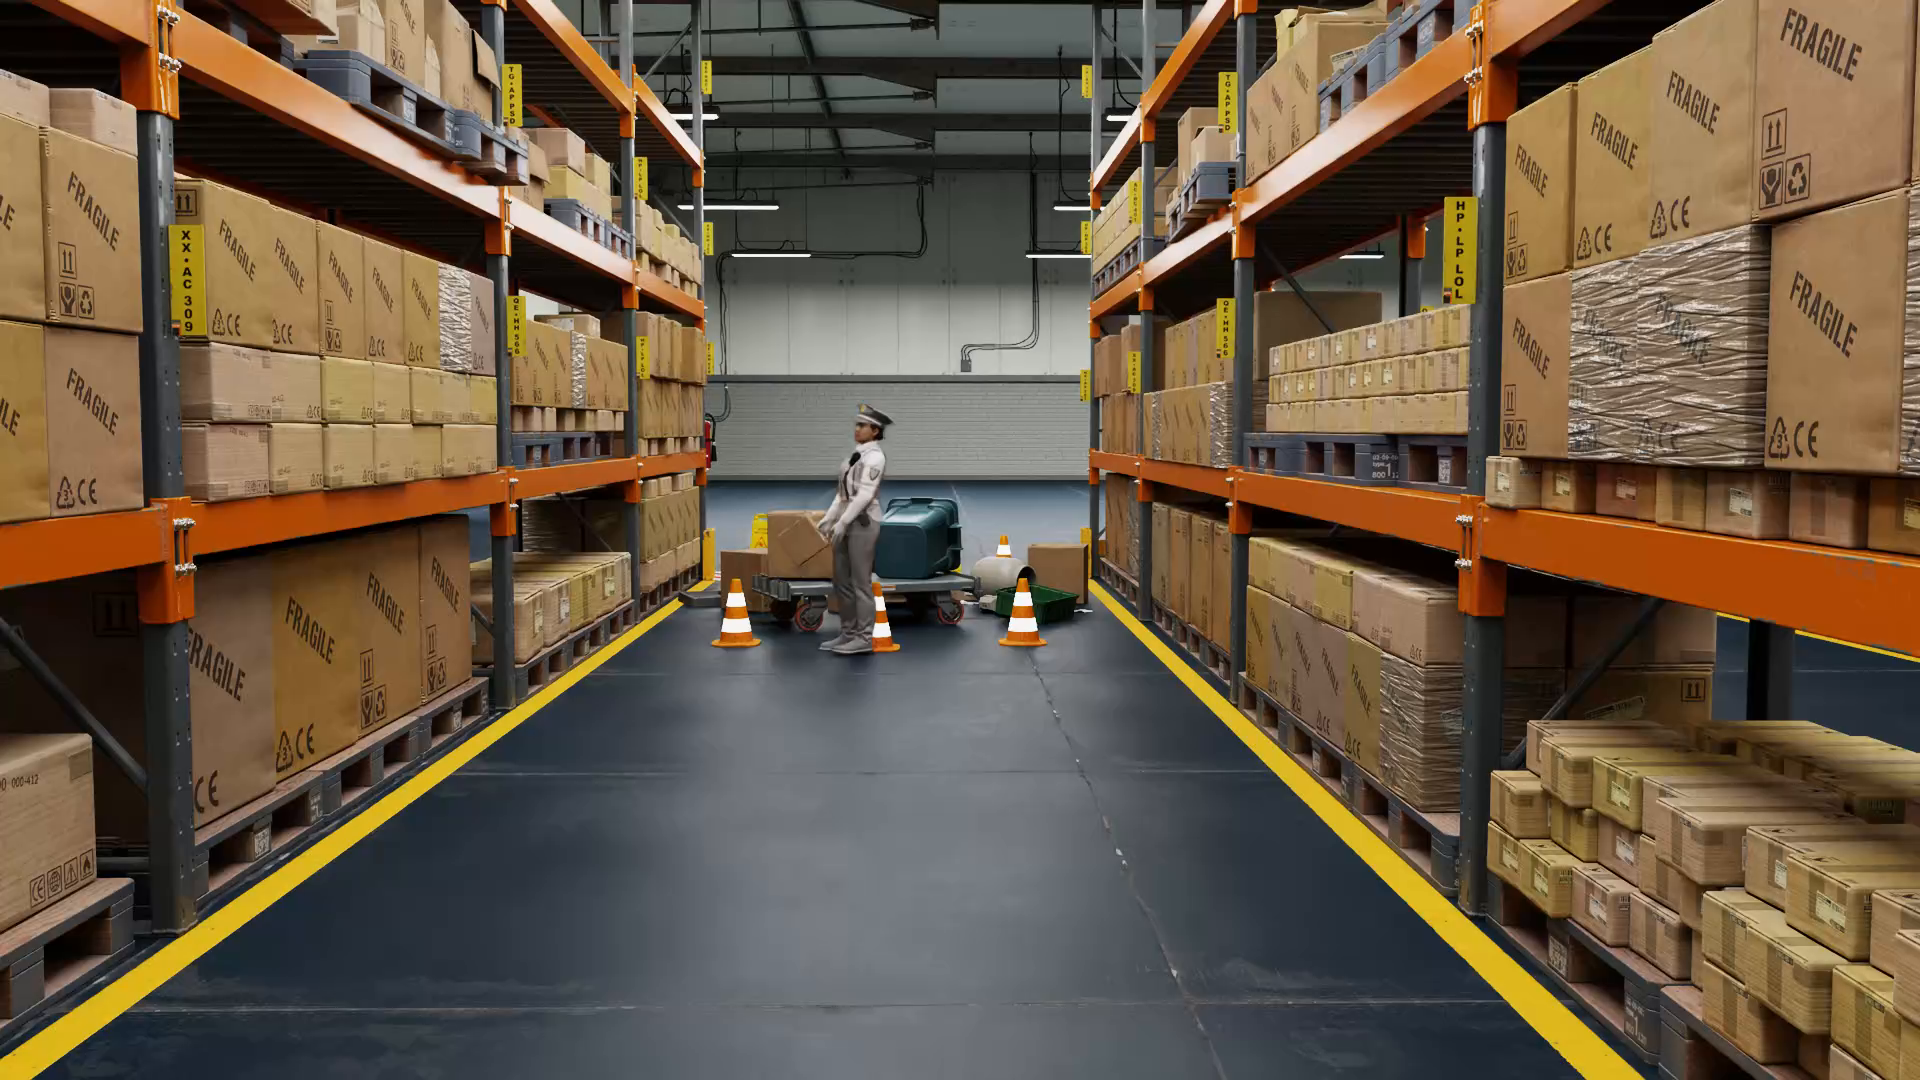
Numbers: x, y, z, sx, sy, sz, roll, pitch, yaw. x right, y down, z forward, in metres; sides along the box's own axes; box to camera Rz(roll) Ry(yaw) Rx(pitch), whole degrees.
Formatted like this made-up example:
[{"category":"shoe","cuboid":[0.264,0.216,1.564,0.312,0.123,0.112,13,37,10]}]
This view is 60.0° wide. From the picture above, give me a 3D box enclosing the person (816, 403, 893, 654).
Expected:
[{"category":"person","cuboid":[-0.708,-0.073,11.283,0.491,1.699,0.532,-1,4,-19]}]
